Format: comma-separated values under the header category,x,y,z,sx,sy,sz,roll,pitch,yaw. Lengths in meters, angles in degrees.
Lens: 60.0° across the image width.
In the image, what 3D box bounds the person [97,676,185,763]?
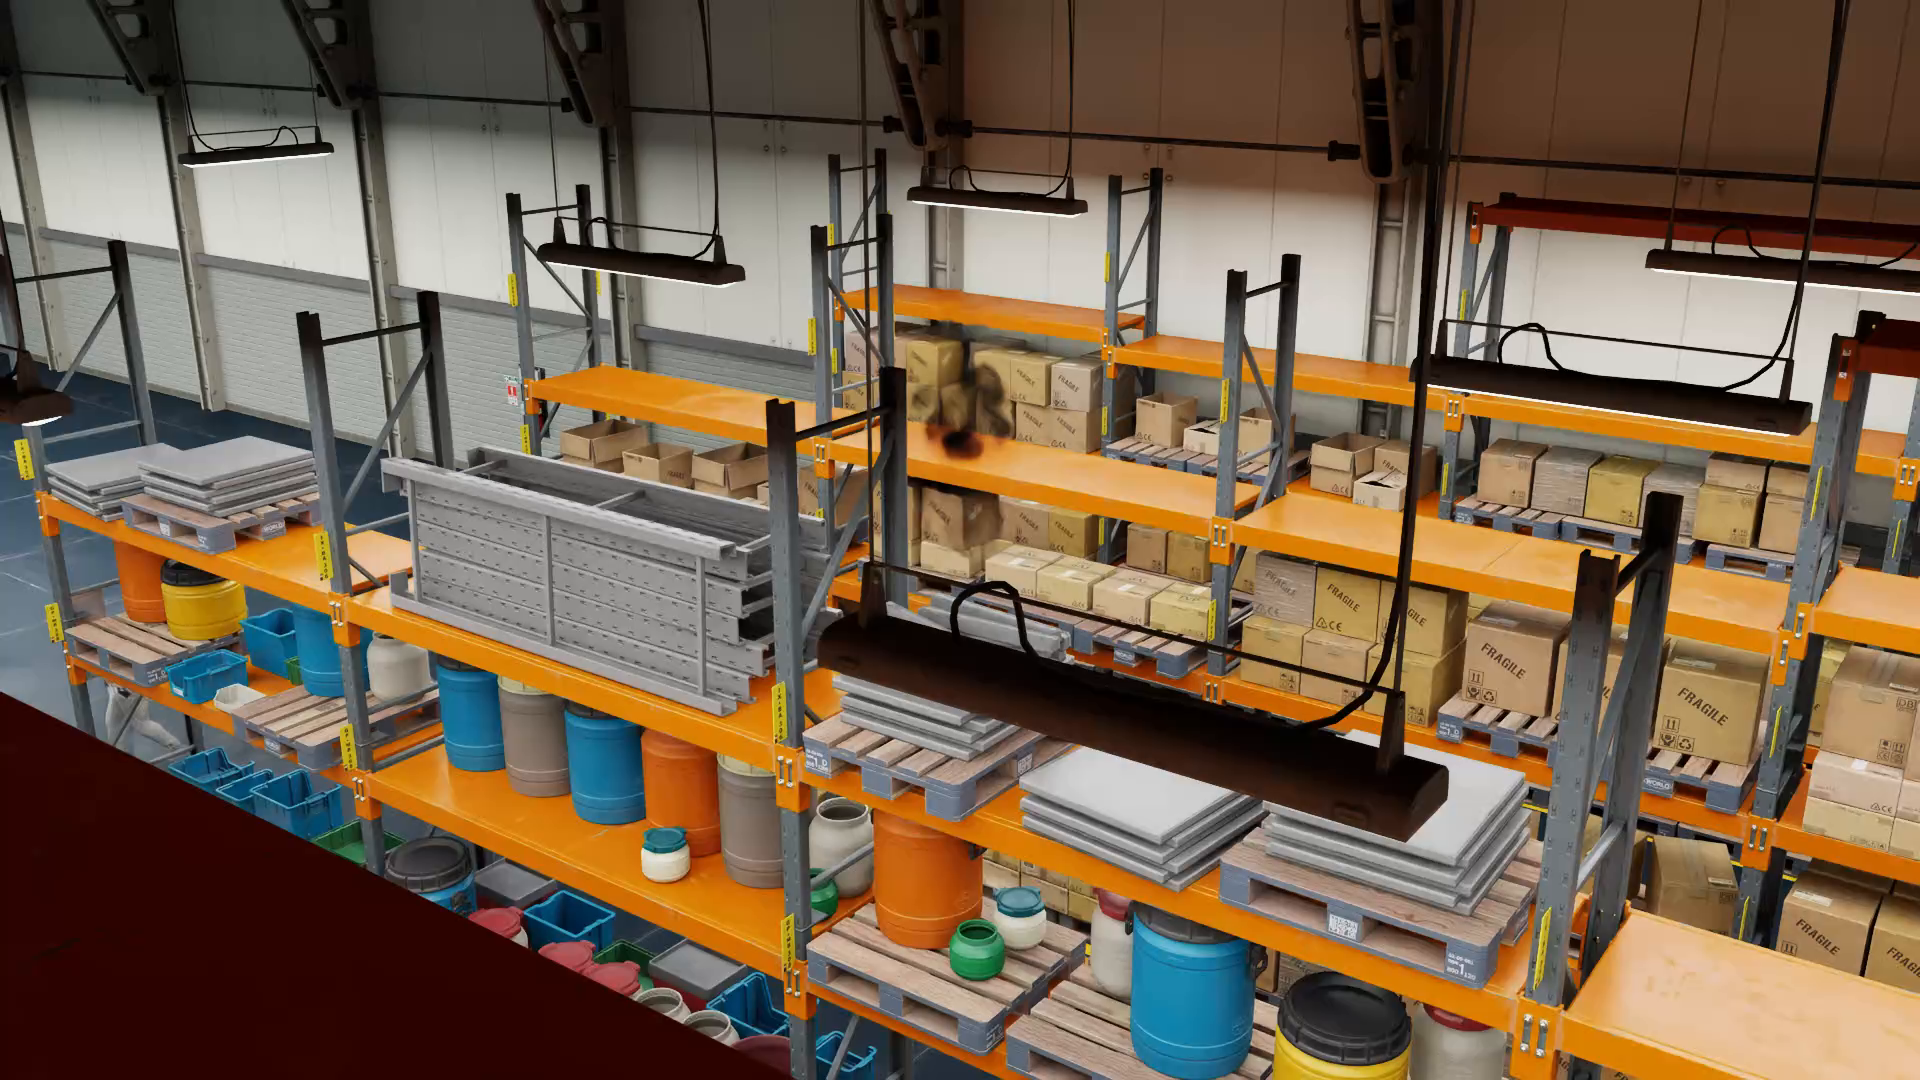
category,x,y,z,sx,sy,sz,roll,pitch,yaw
person,-8.779,1.639,17.569,0.858,1.696,0.594,-9,21,-26
